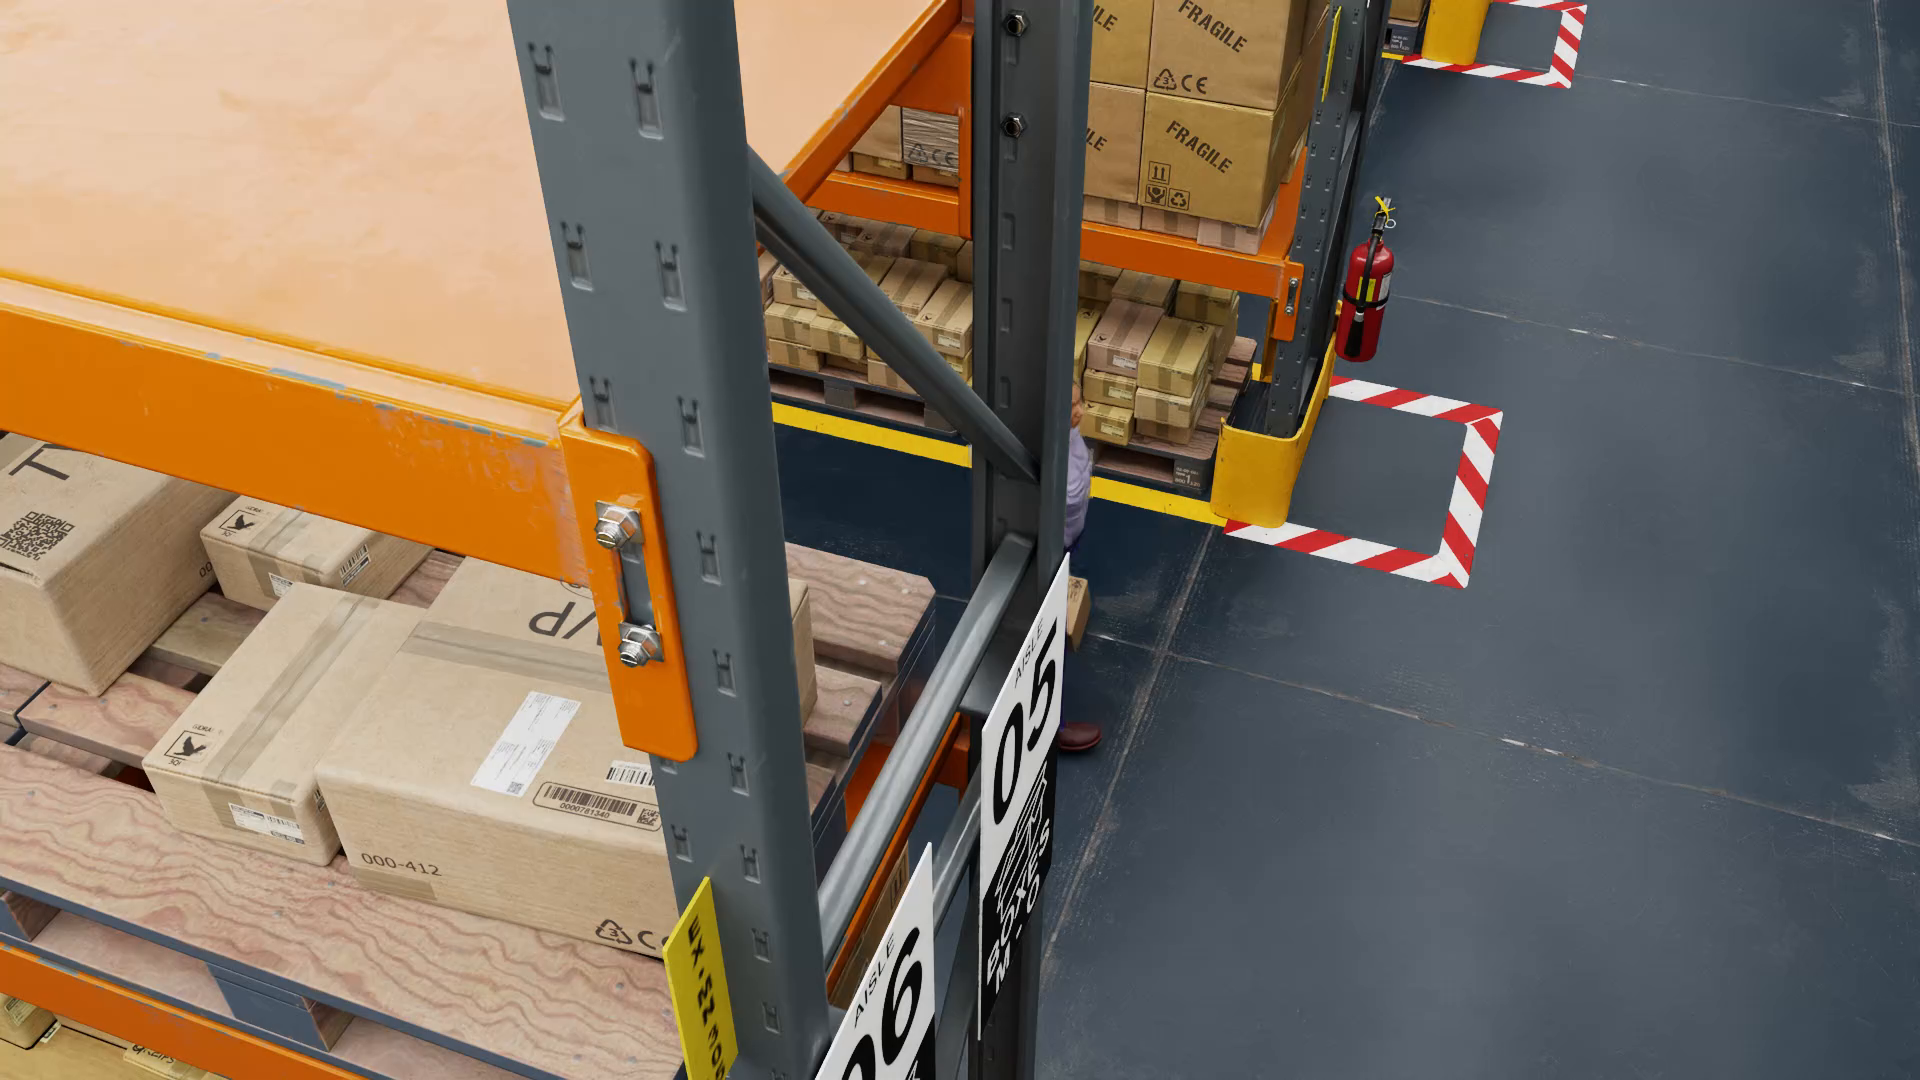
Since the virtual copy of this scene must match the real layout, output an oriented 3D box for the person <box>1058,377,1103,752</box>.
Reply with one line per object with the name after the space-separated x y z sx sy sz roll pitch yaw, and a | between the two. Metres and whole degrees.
0.332 0.063 6.064 0.501 1.652 0.588 7 42 8 | person
